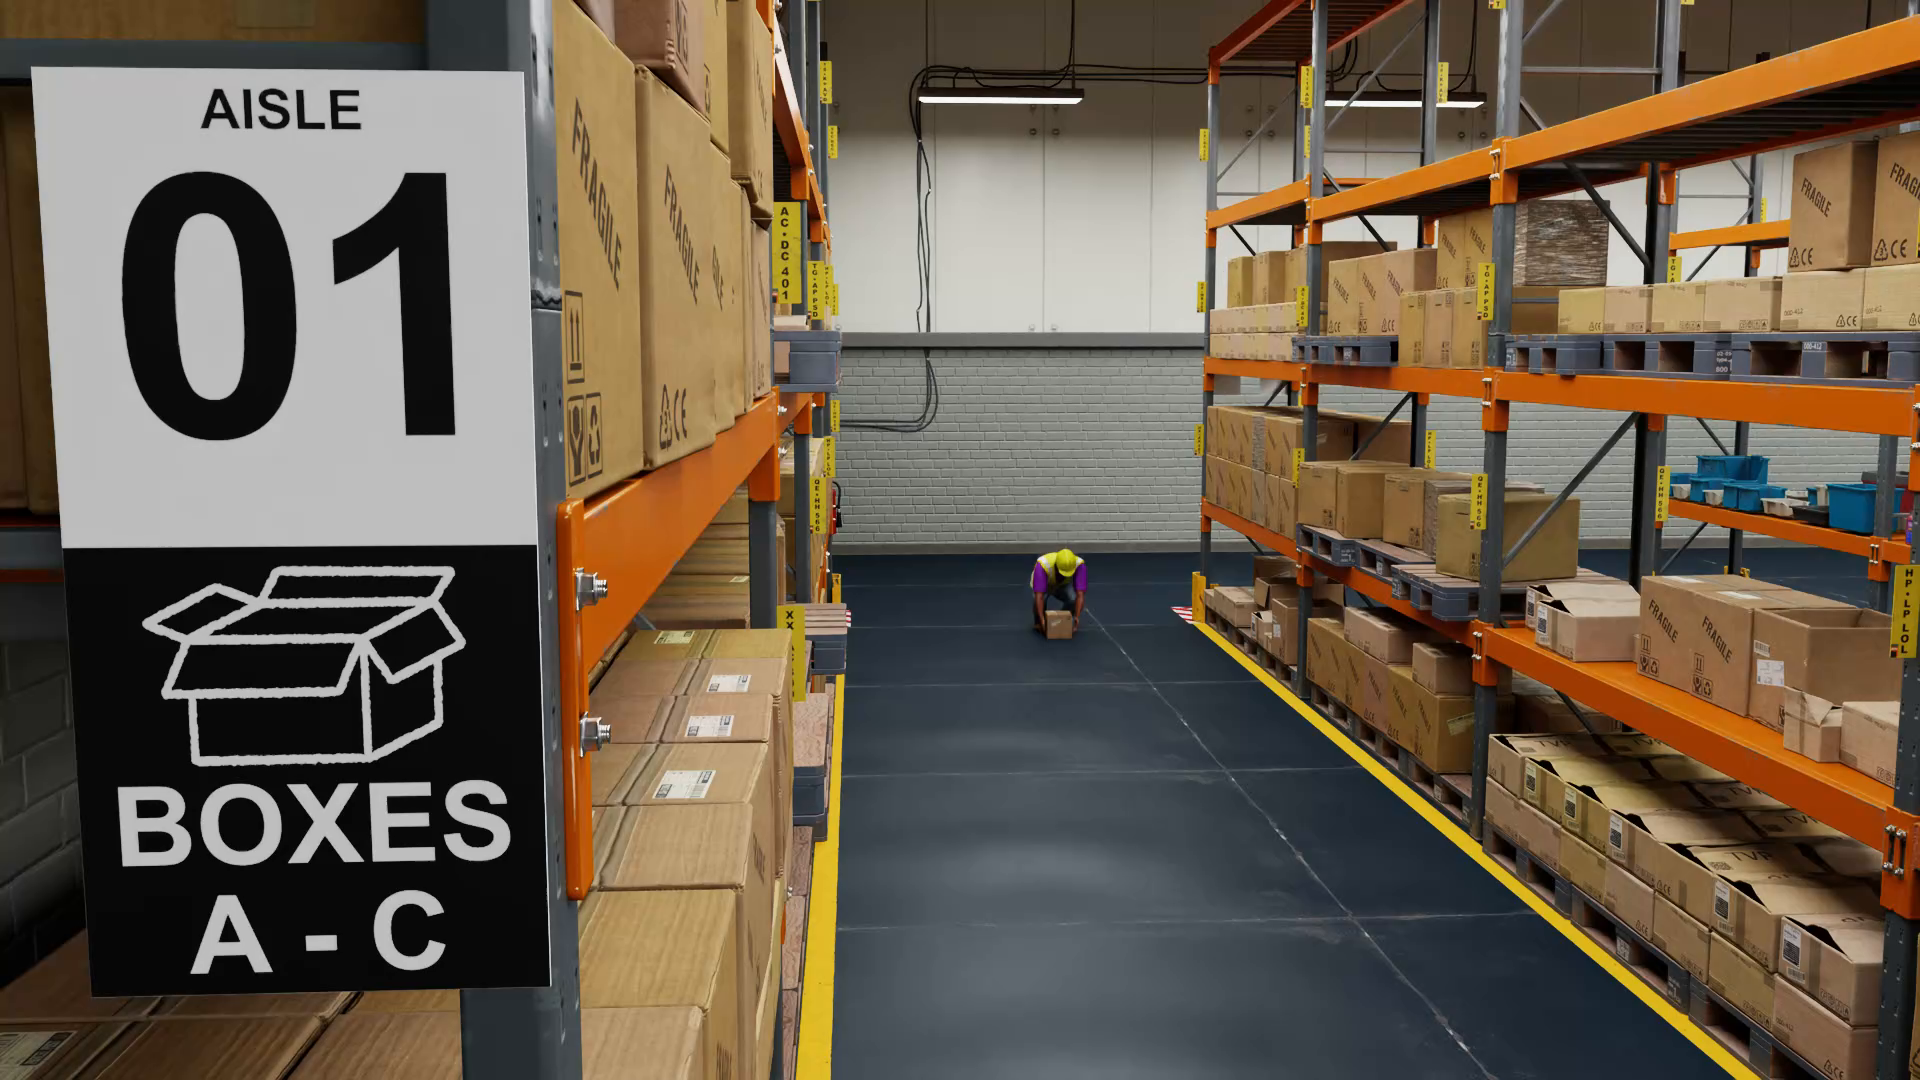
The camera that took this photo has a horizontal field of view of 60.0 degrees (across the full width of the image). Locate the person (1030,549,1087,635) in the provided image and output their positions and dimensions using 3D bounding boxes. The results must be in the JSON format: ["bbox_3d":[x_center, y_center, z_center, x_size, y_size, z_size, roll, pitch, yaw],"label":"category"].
[{"bbox_3d":[1.016,0.498,17.145,0.565,0.902,0.897,0,7,-4],"label":"person"}]
